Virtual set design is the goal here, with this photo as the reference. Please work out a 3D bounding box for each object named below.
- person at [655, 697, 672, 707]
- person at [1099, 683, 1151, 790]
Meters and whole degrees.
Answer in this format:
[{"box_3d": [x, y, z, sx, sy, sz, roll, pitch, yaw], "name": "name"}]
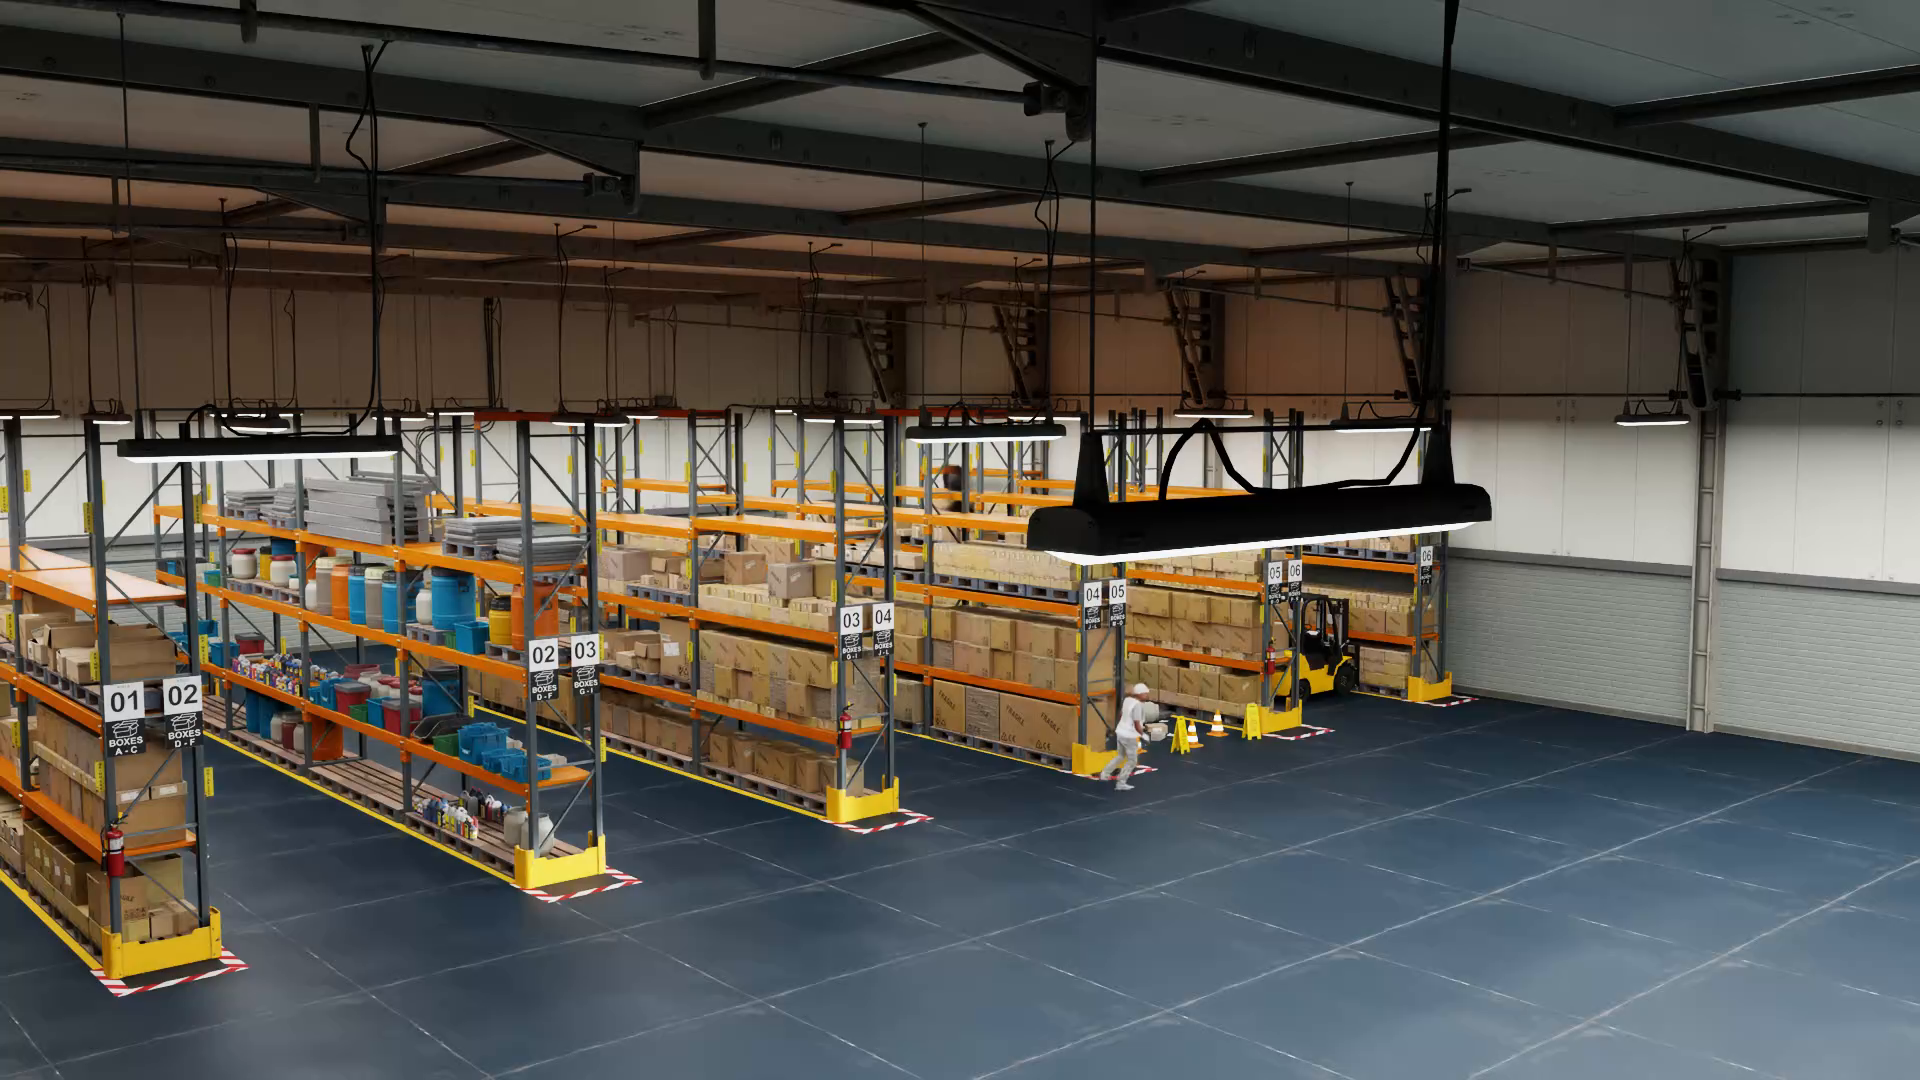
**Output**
[{"box_3d": [-5.851, 2.621, 32.618, 0.775, 1.726, 0.659, 4, 7, 41], "name": "person"}, {"box_3d": [2.643, 3.147, 26.589, 0.787, 1.715, 0.654, -2, 5, -17], "name": "person"}]
